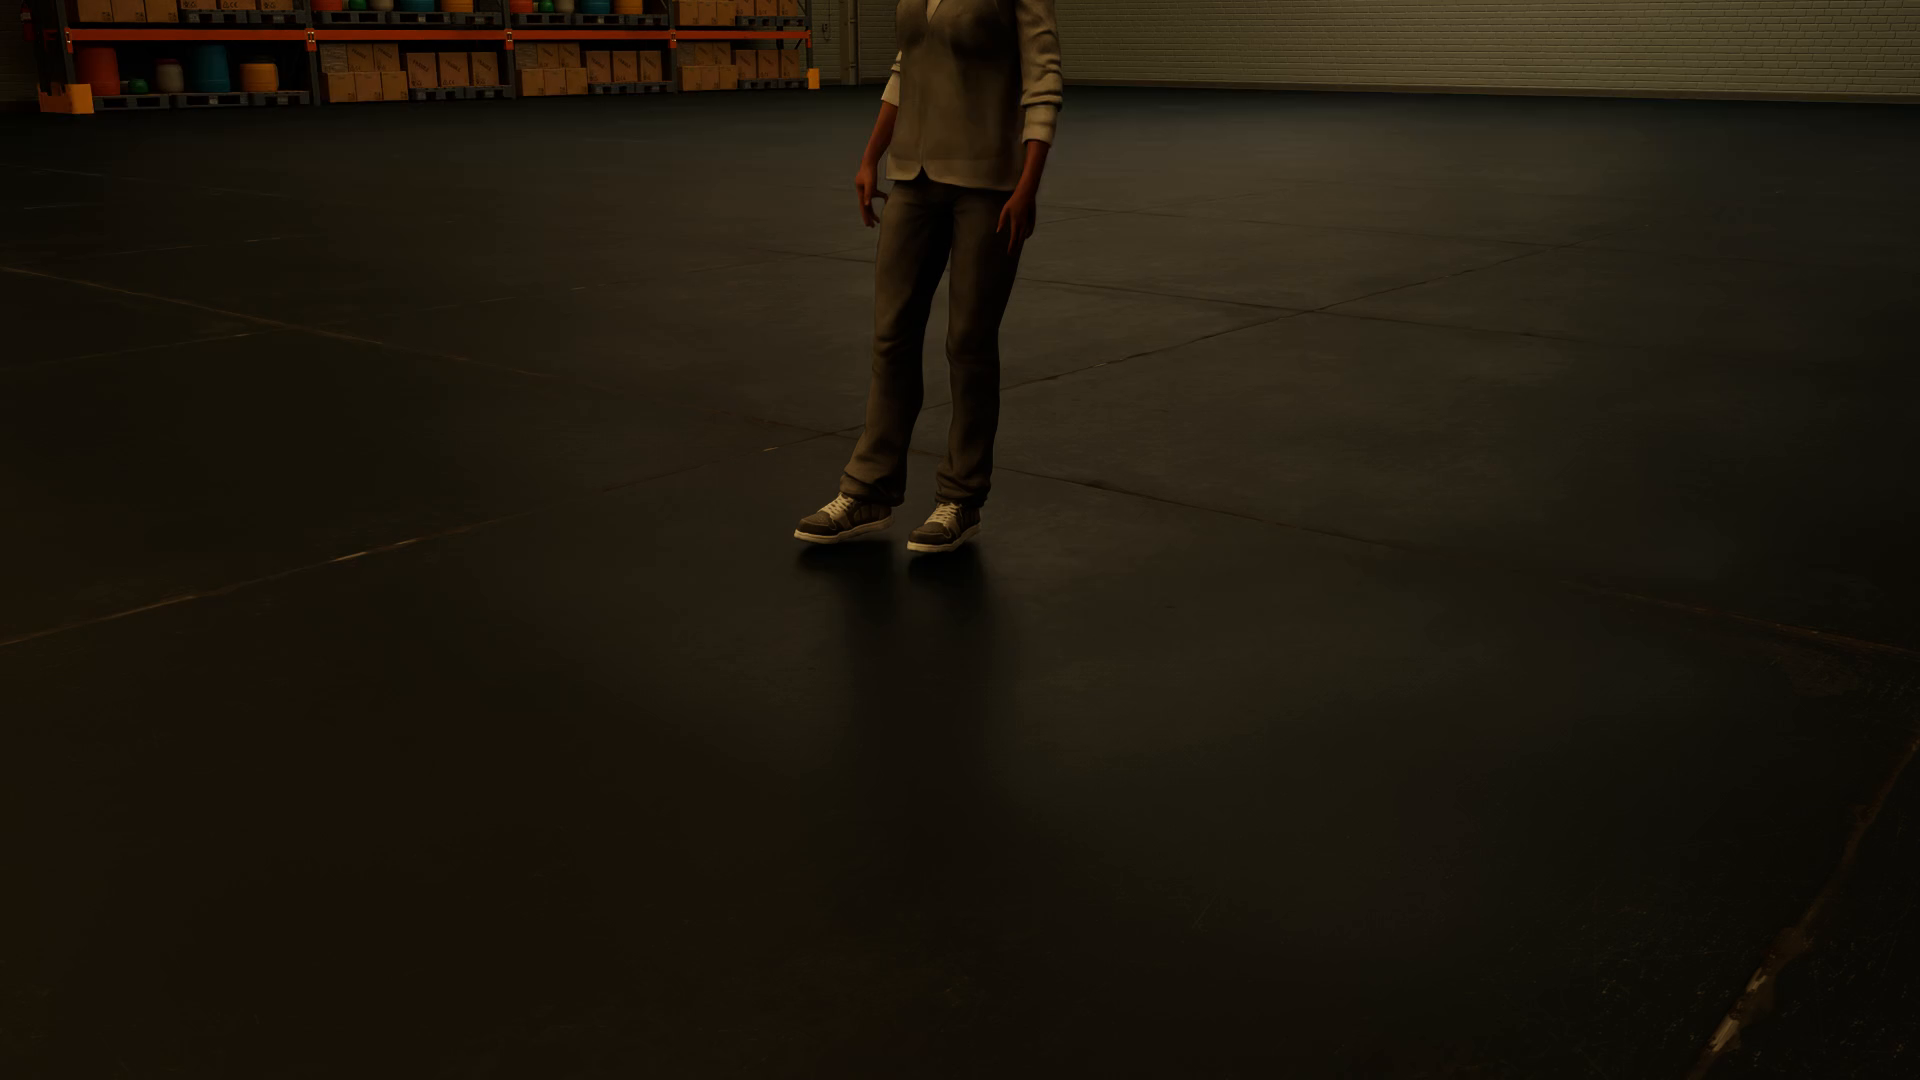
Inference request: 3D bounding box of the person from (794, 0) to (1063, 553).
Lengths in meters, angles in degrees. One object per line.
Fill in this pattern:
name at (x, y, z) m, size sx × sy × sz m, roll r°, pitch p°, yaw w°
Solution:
person at (-0.059, -0.755, 3.662) m, size 0.520 × 1.595 × 0.473 m, roll 13°, pitch 21°, yaw 37°
